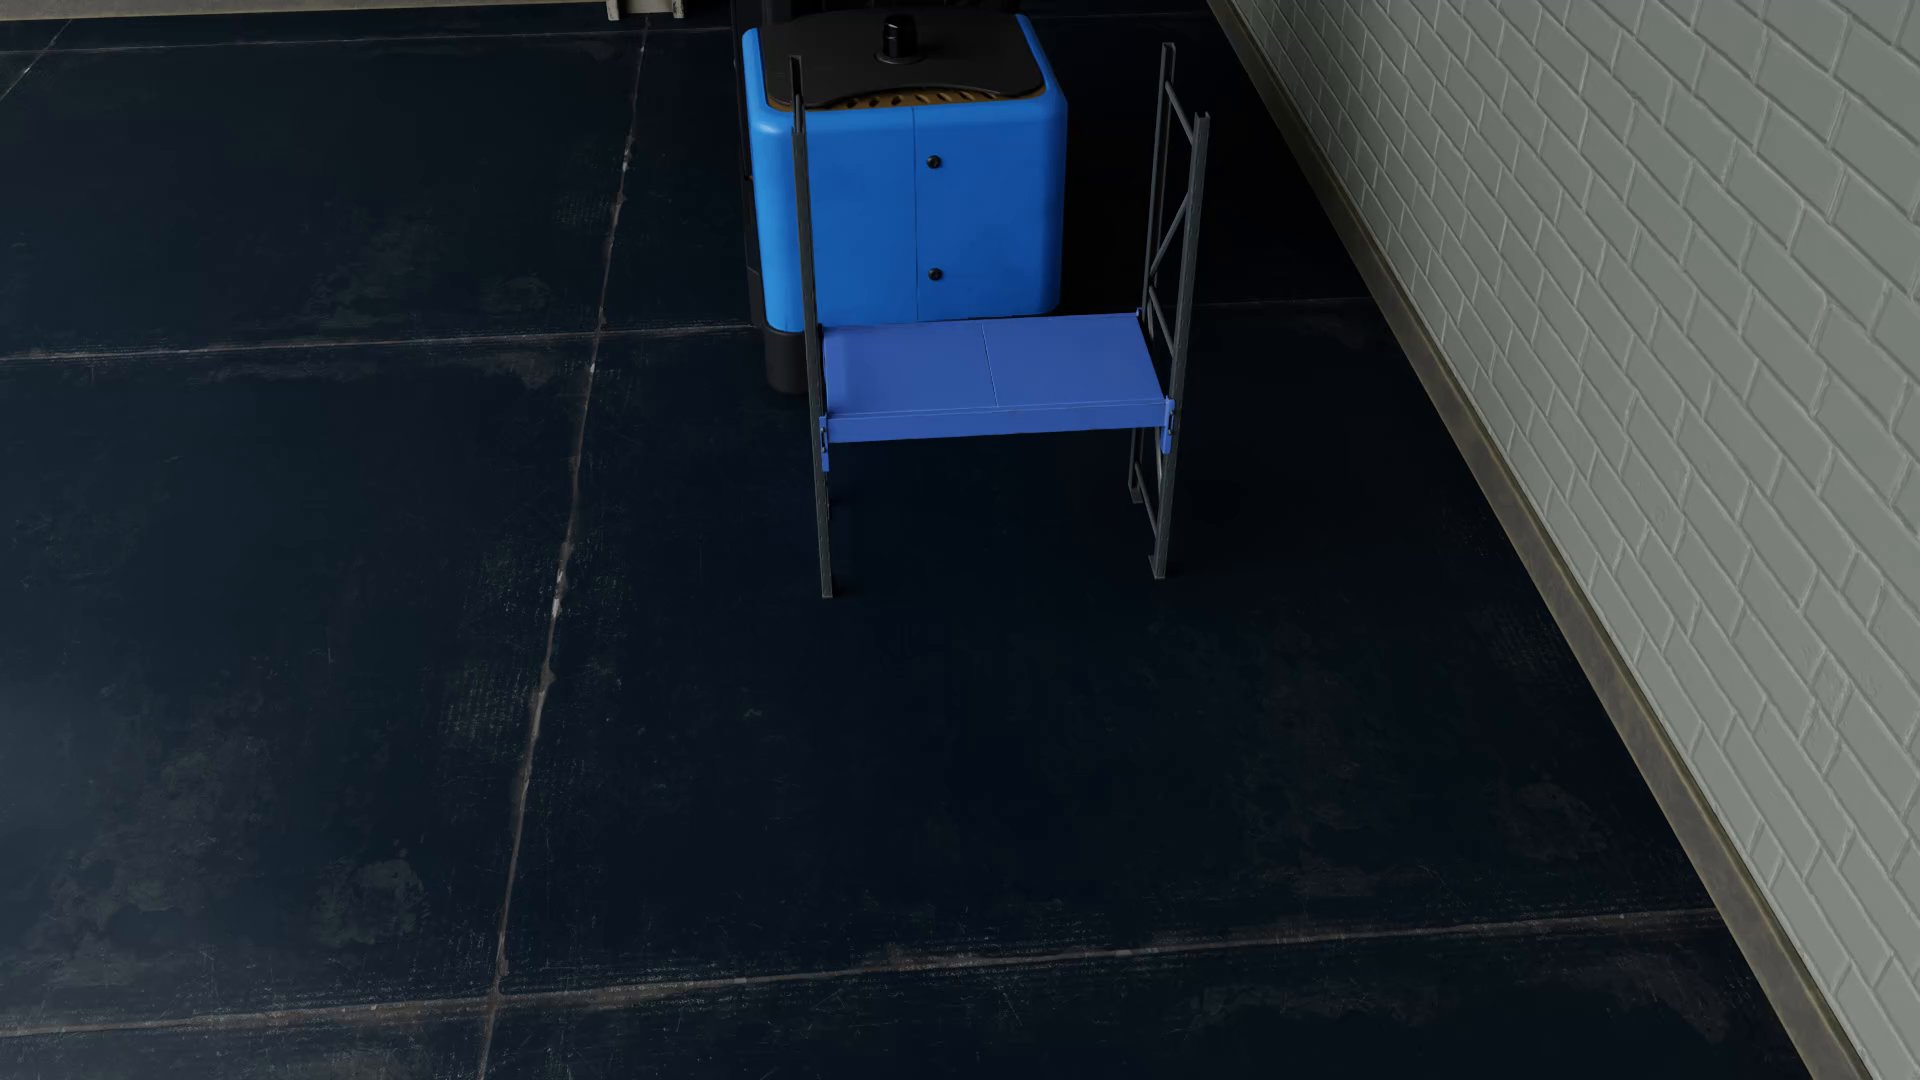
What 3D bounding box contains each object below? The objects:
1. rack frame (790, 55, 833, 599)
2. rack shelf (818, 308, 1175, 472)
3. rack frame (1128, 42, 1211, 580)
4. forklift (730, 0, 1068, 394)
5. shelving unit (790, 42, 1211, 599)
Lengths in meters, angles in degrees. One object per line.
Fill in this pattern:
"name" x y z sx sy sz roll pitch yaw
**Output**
"rack frame" -0.421 -0.566 4.756 0.032 1.500 0.500 -3 38 -4
"rack shelf" 0.085 -0.452 4.903 1.000 0.185 0.538 -3 38 -4
"rack frame" 0.591 -0.621 4.827 0.032 1.500 0.500 -3 38 -4
"forklift" -0.354 -2.567 6.137 1.130 2.935 3.031 -5 39 -6
"shelving unit" 0.085 -0.593 4.791 1.048 1.500 0.538 -3 38 -4
